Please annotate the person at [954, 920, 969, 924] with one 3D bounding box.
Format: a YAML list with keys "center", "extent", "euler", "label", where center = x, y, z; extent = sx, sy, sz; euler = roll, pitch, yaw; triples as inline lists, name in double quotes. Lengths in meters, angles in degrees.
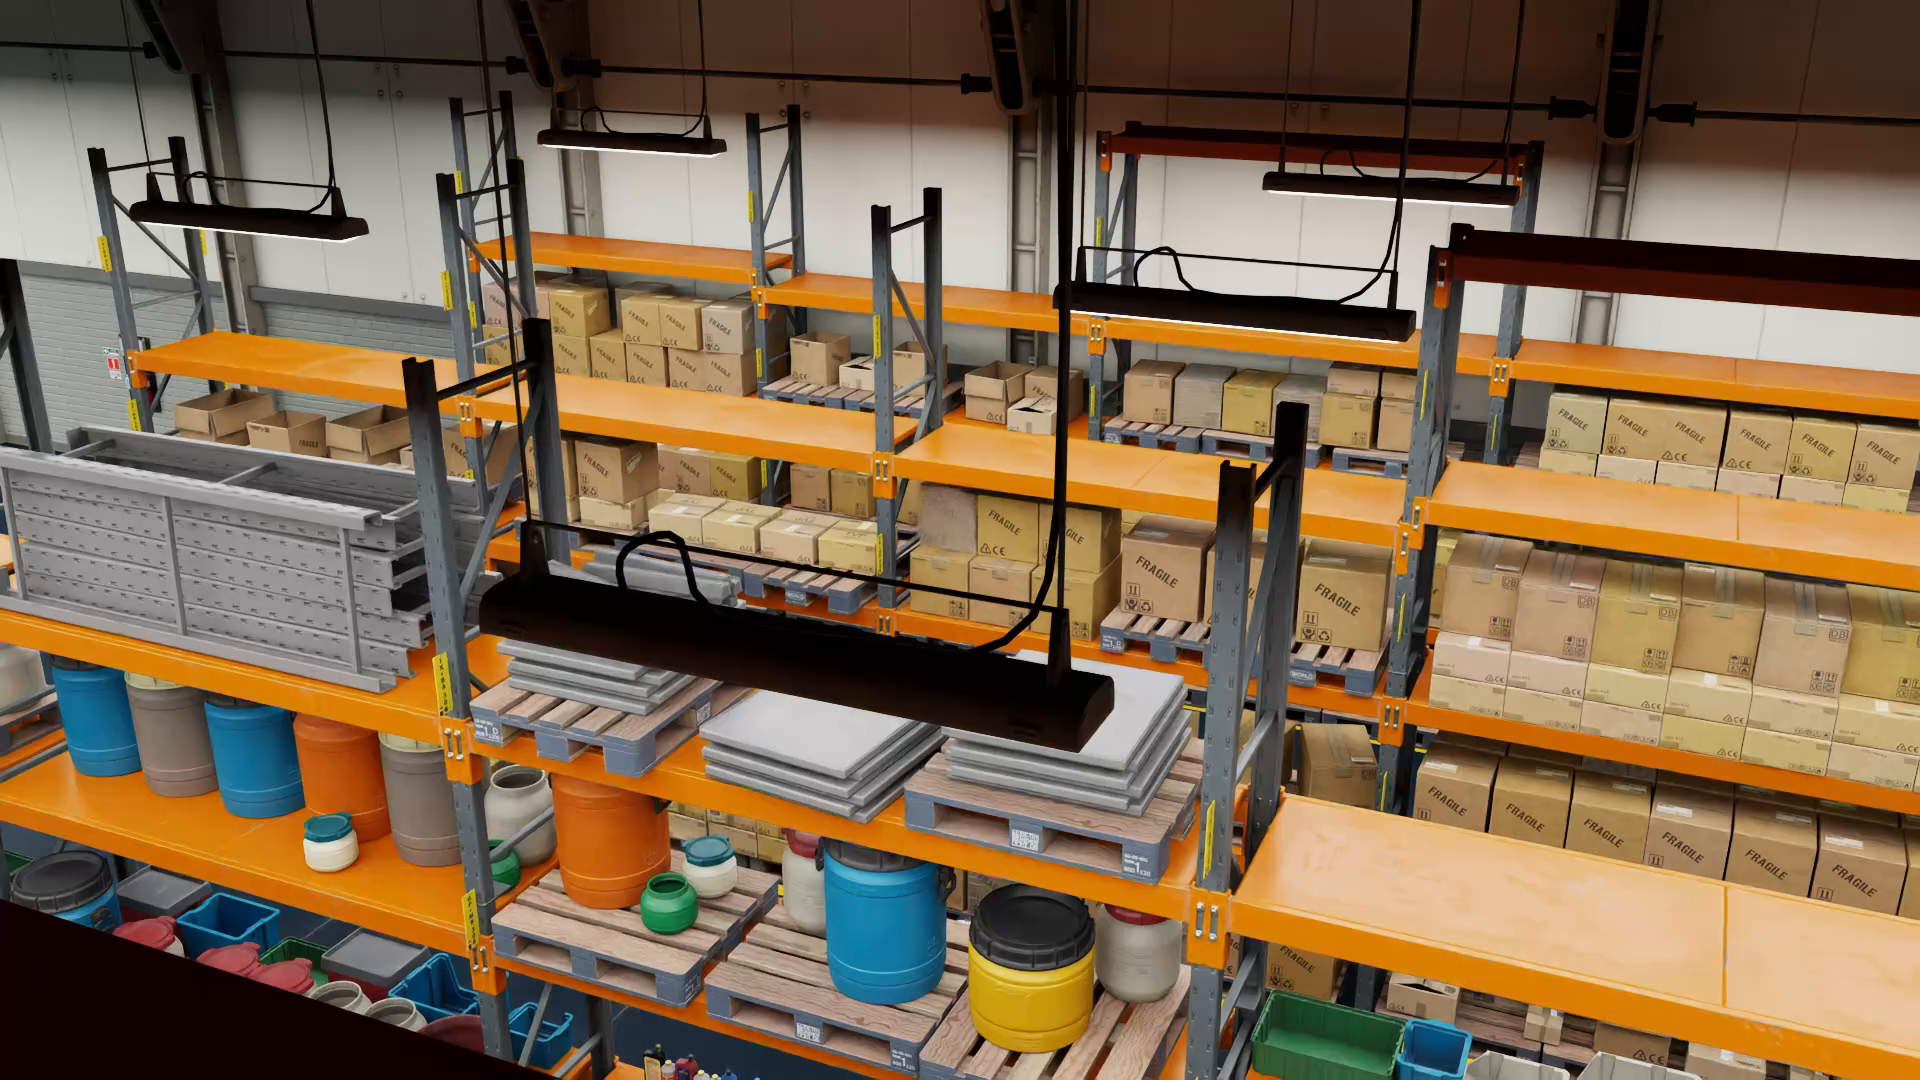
- center: [-0.059, 3.308, 11.385]
  extent: [1.077, 1.705, 0.660]
  euler: [10, 23, 24]
  label: "person"
